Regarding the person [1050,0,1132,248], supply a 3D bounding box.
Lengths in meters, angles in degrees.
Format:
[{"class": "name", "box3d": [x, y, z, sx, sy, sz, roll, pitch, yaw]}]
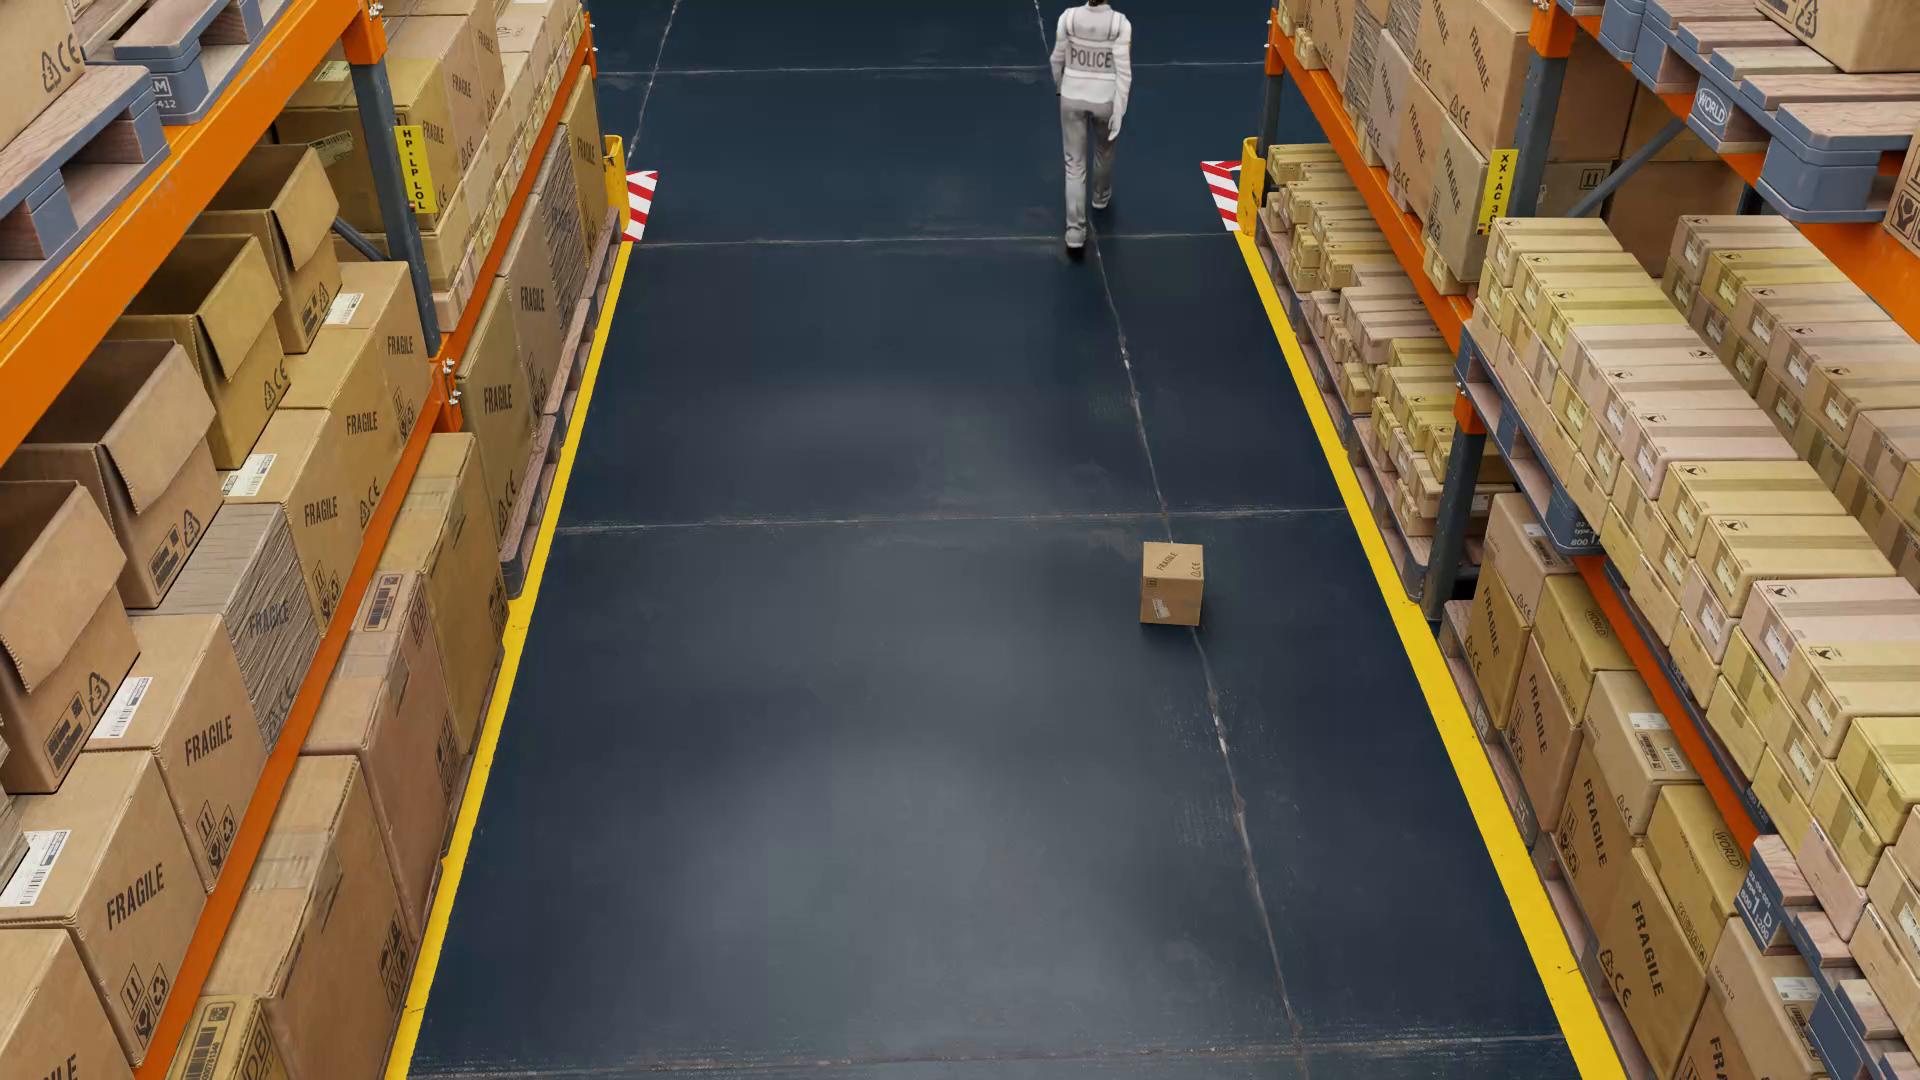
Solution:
[{"class": "person", "box3d": [0.765, -2.627, 9.800, 0.483, 1.634, 0.985, 4, 36, 5]}]
